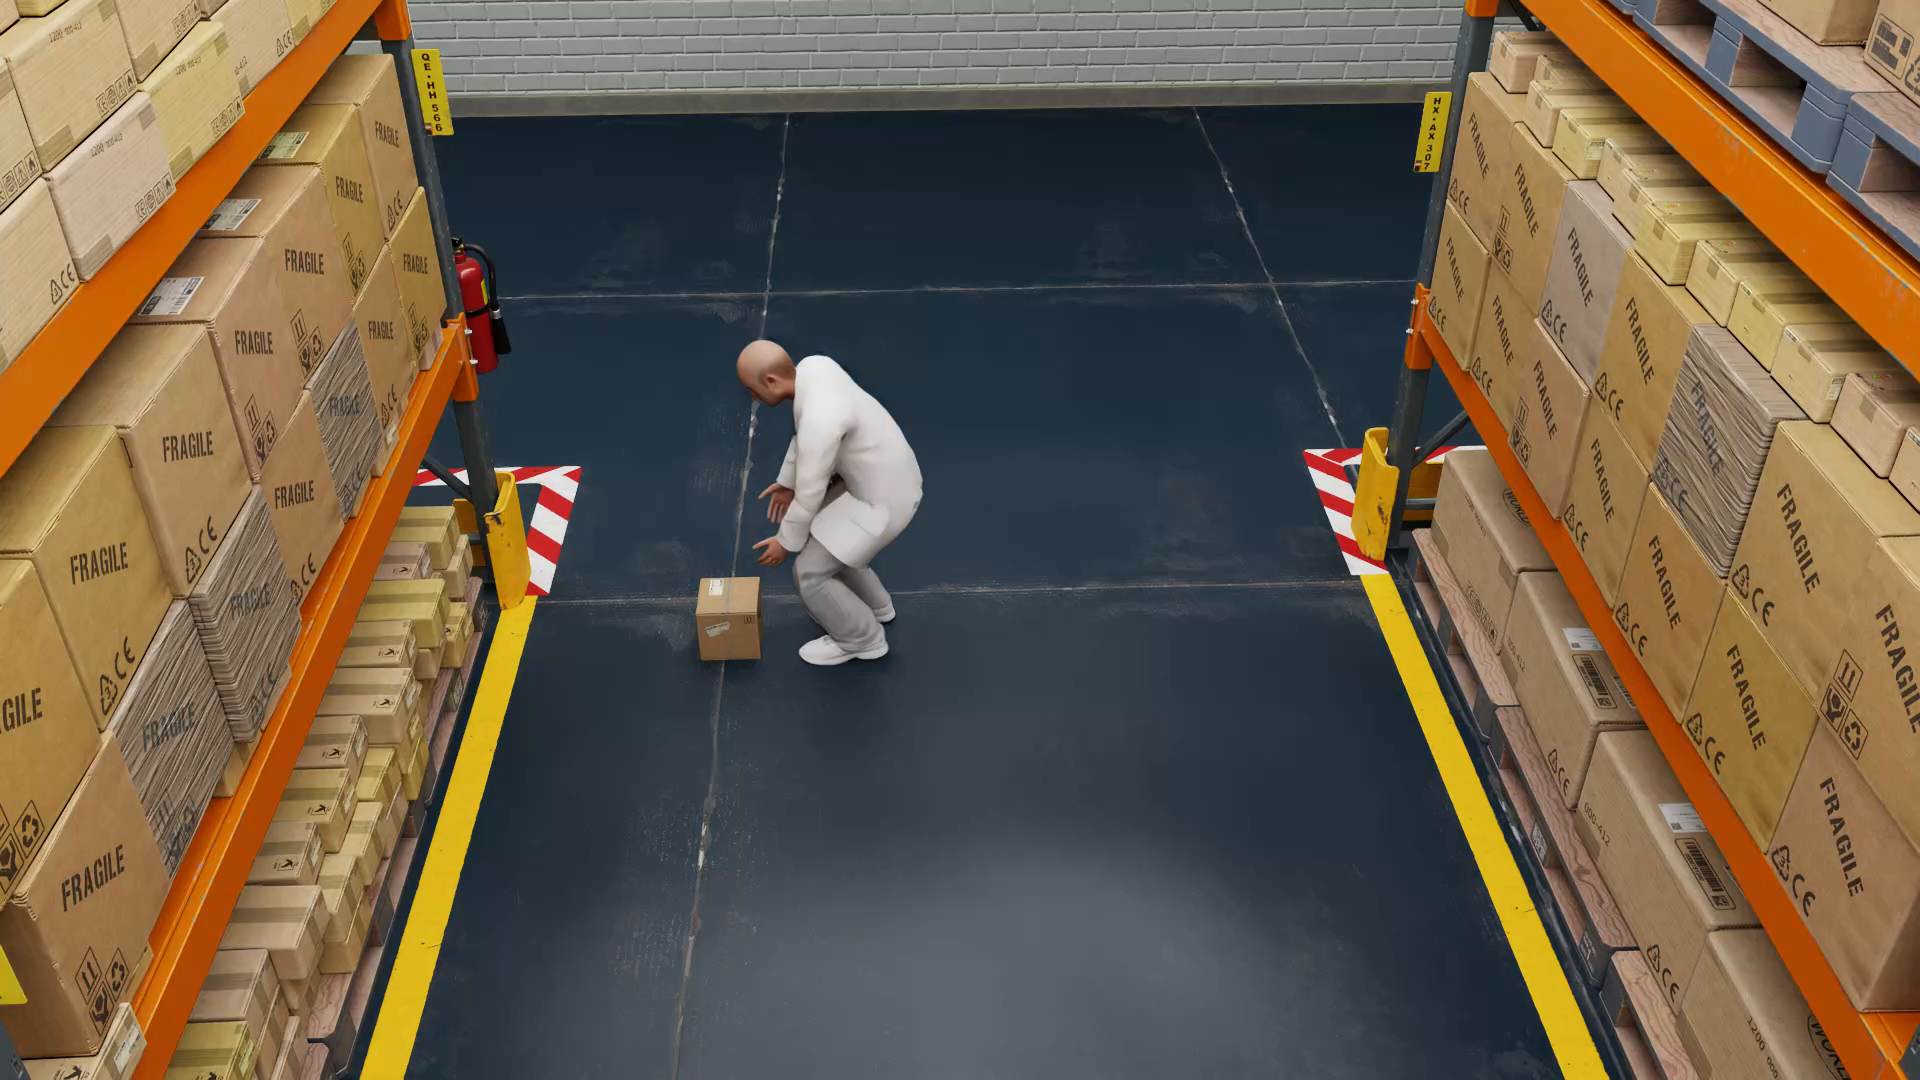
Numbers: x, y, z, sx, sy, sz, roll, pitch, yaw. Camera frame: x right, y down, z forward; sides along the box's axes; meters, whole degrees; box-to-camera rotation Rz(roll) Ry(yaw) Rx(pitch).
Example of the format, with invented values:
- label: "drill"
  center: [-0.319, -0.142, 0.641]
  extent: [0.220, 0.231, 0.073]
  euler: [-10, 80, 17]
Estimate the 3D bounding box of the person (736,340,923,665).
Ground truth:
- label: "person"
  center: [-5.936, 3.527, 1.379]
  extent: [12.121, 1.440, 13.060]
  euler: [-1, 35, -2]
